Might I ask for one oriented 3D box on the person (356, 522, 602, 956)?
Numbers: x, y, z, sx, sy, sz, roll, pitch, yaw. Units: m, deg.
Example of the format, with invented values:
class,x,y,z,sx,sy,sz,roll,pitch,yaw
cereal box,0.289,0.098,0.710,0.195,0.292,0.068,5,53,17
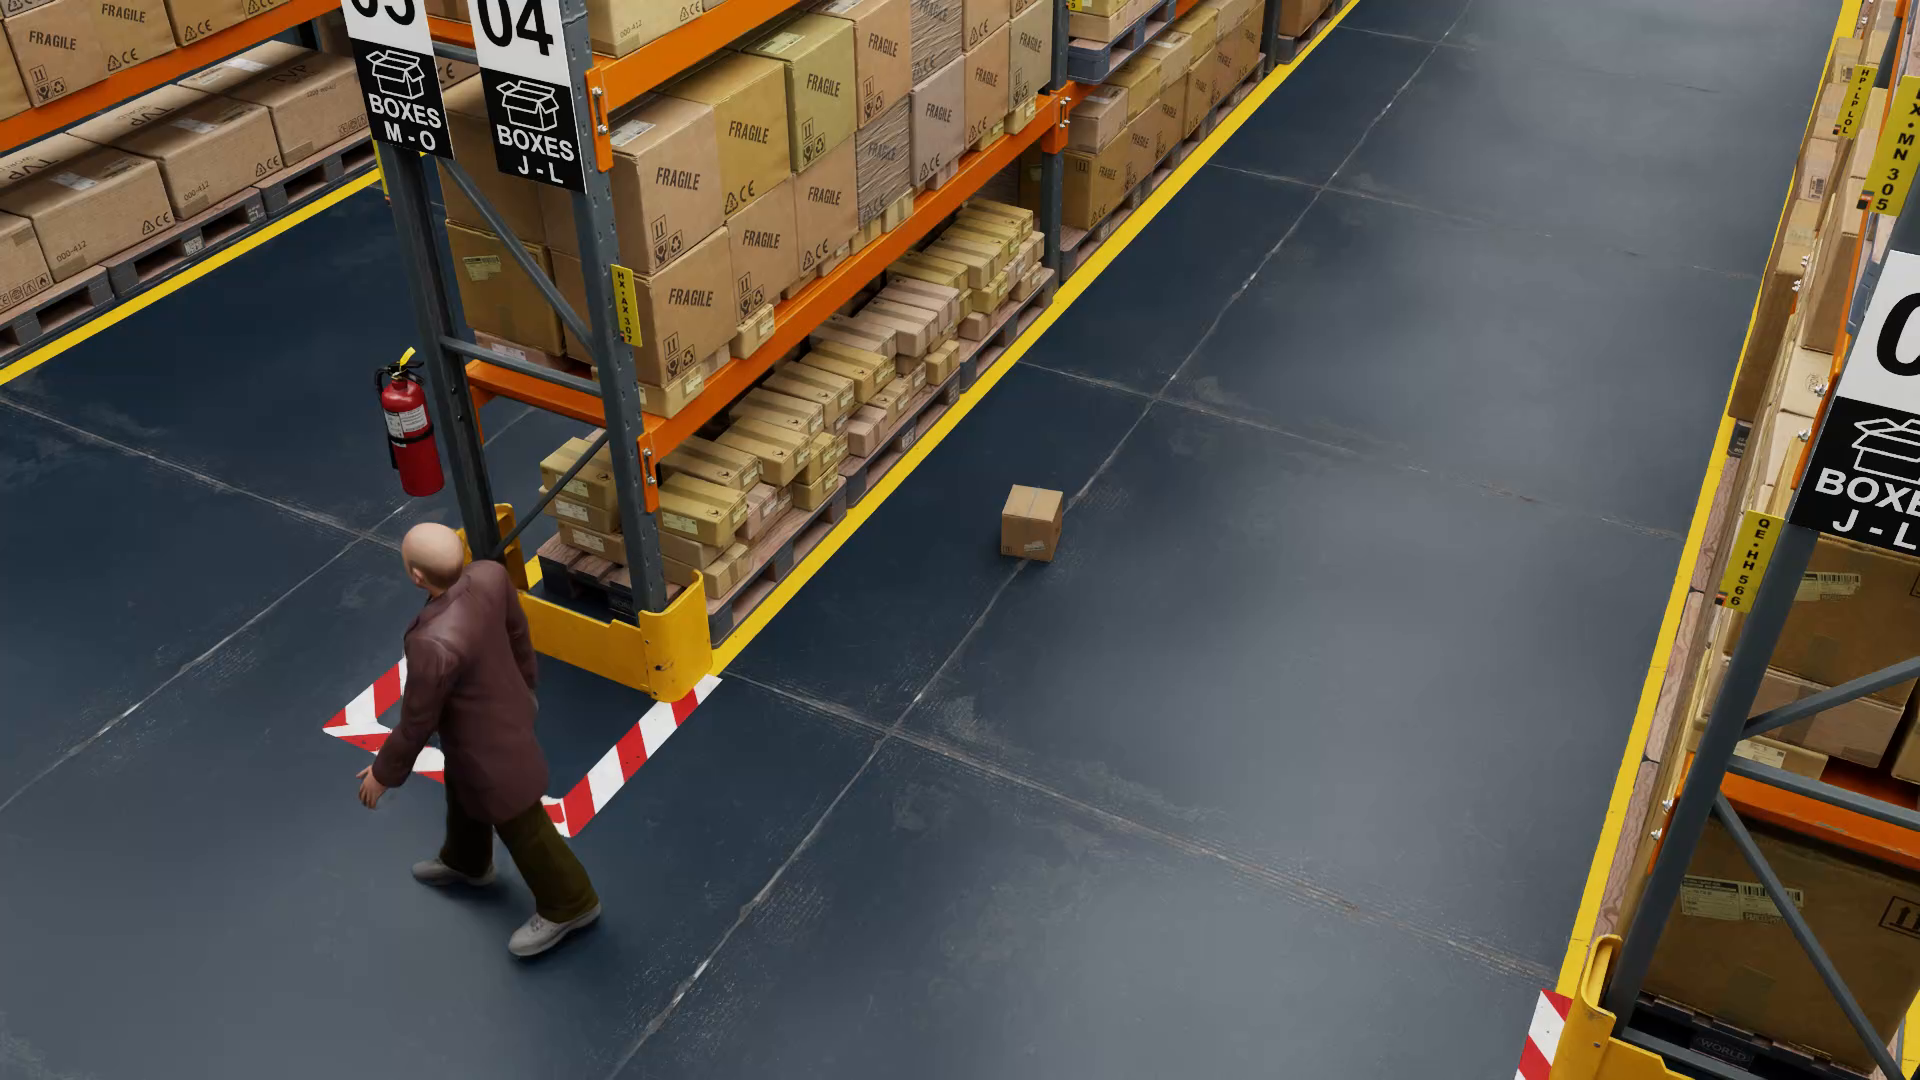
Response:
class,x,y,z,sx,sy,sz,roll,pitch,yaw
person,-1.749,0.691,5.848,0.788,1.794,0.642,0,37,0
